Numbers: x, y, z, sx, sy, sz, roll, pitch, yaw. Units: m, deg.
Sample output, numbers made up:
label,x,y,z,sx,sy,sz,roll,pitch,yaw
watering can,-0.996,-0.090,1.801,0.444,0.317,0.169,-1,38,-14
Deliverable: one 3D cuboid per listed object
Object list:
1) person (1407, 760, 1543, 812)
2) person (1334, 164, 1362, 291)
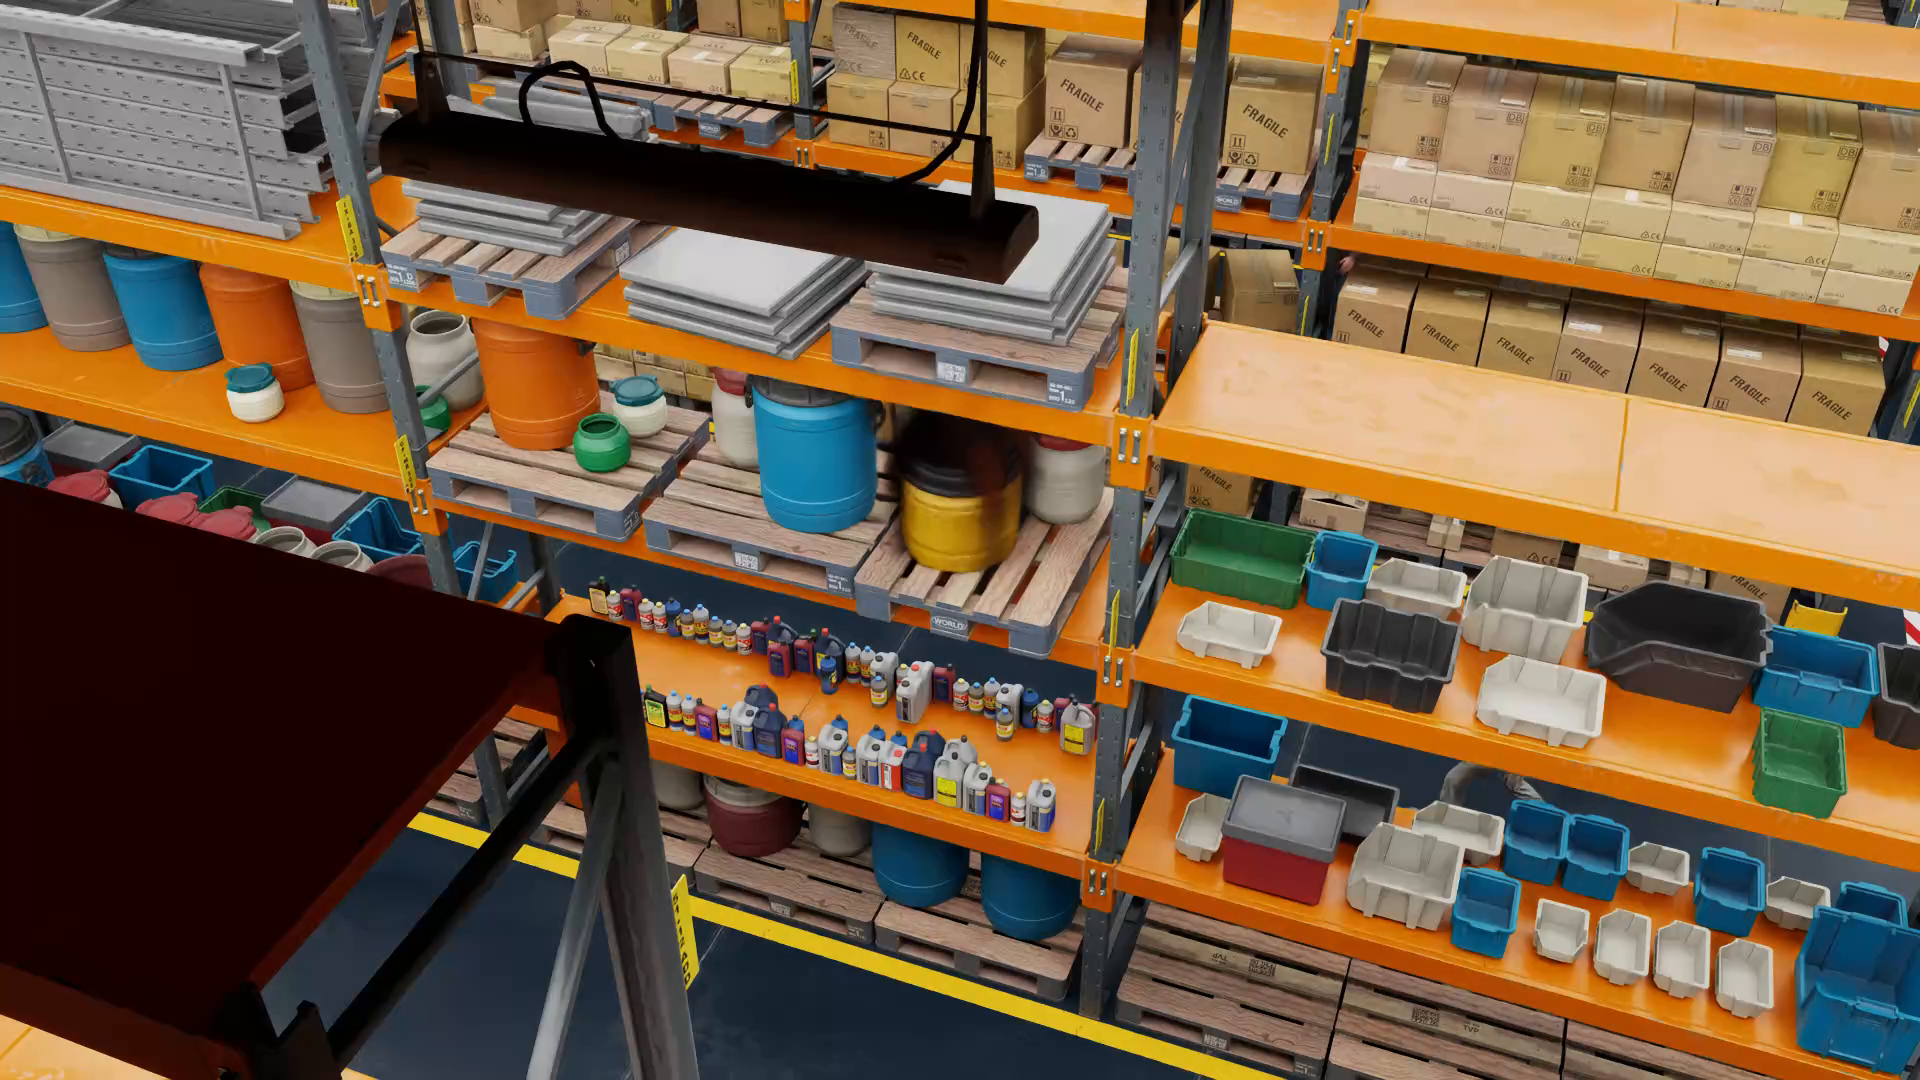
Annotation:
label,x,y,z,sx,sy,sz,roll,pitch,yaw
person,3.368,1.238,10.332,0.933,1.635,0.488,16,40,21
person,3.682,-2.680,15.633,1.115,1.646,0.729,7,37,9
